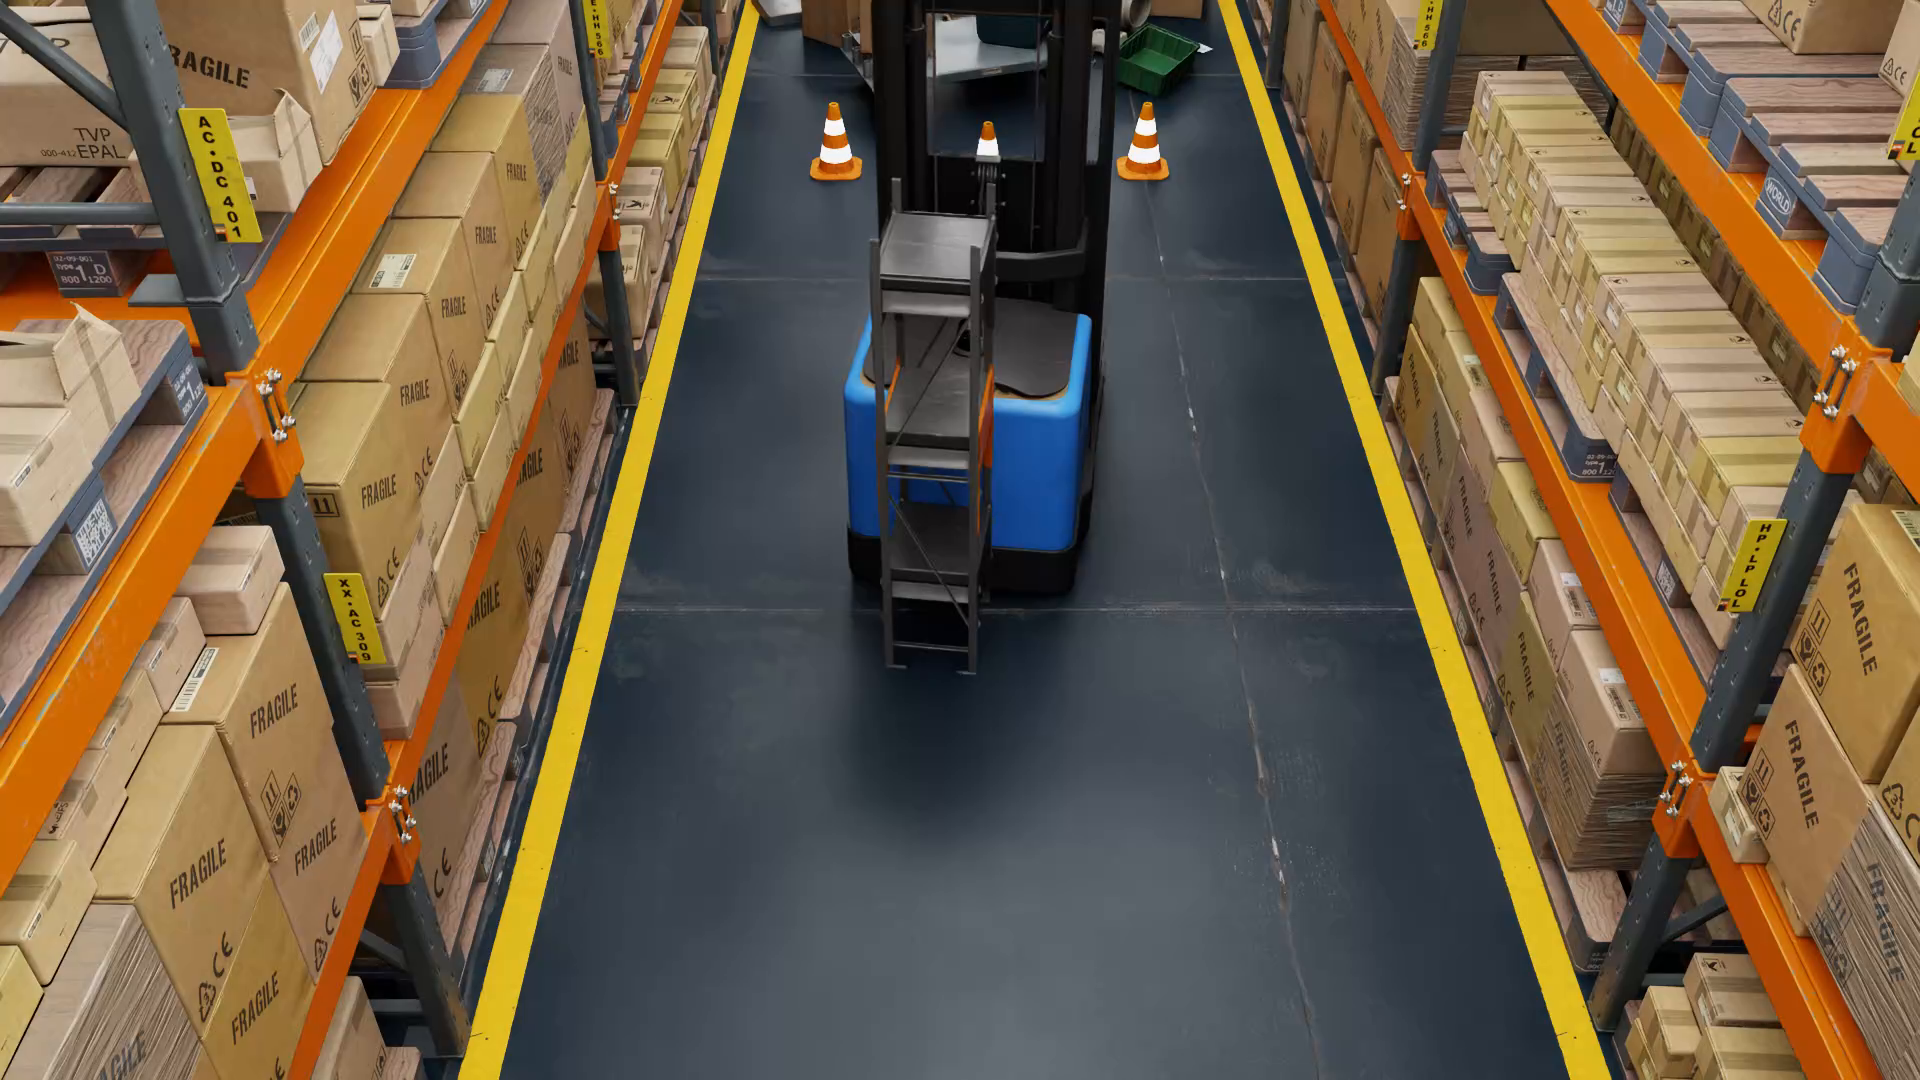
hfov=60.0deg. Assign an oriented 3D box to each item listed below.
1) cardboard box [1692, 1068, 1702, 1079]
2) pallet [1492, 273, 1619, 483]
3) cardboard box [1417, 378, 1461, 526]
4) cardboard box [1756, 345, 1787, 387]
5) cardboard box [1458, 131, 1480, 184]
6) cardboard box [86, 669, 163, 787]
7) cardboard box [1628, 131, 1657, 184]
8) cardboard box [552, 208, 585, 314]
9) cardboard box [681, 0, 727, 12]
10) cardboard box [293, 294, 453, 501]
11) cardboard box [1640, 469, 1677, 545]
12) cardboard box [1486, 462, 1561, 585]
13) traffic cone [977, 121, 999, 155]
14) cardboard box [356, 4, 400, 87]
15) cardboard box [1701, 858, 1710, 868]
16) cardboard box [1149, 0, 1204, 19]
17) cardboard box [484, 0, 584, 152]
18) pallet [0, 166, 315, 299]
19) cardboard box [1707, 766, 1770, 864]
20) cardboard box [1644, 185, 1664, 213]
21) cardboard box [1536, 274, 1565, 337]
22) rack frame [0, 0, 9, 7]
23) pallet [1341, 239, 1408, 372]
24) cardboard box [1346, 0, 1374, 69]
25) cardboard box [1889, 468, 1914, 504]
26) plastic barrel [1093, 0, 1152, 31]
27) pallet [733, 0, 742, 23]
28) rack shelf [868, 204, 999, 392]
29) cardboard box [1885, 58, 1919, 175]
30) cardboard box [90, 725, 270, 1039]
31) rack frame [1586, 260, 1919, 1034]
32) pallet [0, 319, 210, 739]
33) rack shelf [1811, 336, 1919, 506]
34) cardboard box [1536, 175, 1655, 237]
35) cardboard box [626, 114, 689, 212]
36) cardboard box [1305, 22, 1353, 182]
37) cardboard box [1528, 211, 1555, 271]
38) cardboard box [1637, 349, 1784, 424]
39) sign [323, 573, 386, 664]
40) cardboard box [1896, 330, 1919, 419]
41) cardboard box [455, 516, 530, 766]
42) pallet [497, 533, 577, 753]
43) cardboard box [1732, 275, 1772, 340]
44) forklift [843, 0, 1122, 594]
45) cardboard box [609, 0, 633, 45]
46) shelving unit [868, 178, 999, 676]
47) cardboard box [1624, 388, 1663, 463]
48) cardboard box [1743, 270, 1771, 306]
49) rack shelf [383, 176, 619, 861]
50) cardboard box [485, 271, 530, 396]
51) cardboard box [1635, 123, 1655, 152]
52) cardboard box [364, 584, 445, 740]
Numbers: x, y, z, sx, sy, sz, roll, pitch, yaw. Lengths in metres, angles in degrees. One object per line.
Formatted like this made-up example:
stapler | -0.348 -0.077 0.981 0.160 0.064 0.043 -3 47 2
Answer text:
cardboard box | 2.504 1.739 5.132 0.380 0.149 0.250 0 39 0
pallet | 2.773 -0.667 6.582 1.003 0.211 1.213 0 39 0
cardboard box | 2.479 -0.411 7.773 0.500 0.500 0.500 0 39 0
cardboard box | 3.187 -0.607 6.220 0.380 0.149 0.250 -1 39 -1
cardboard box | 2.528 -1.766 7.665 0.380 0.149 0.250 -1 39 -1
cardboard box | -2.015 0.419 3.675 0.380 0.149 0.250 0 39 0
cardboard box | 3.187 -1.686 7.328 0.380 0.149 0.250 1 39 2
cardboard box | -1.944 -1.219 7.238 0.500 0.250 0.500 1 39 1
cardboard box | -1.956 -4.167 12.060 0.500 0.500 0.500 2 39 2
cardboard box | -1.957 -0.434 5.259 0.500 0.500 0.500 0 39 0
cardboard box | 2.536 -0.111 5.600 0.380 0.149 0.250 0 39 0
cardboard box | 2.478 -0.077 6.756 0.500 0.250 0.500 -2 39 -2
traffic cone | 0.177 -2.469 10.707 0.336 0.463 0.334 0 39 0
cardboard box | -1.867 -1.446 4.854 0.380 0.166 0.250 -3 39 -3
cardboard box | 2.998 0.871 6.173 0.500 0.500 0.500 1 39 2
cardboard box | 1.697 -4.477 13.180 0.500 0.500 0.500 6 39 8
cardboard box | -1.958 -2.019 7.237 0.500 0.500 0.500 -1 39 -1
pallet | -2.266 -1.081 4.700 0.805 0.209 1.217 -1 39 -2
cardboard box | 2.407 0.797 4.803 0.380 0.149 0.250 1 39 2
cardboard box | 3.189 -1.421 7.235 0.380 0.149 0.250 1 39 1
cardboard box | 2.532 -0.936 6.630 0.380 0.149 0.250 0 39 1
rack frame | -7.189 -4.408 11.098 1.000 3.000 0.127 0 39 0
pallet | 2.804 -1.385 9.554 1.003 0.211 1.213 0 39 0
cardboard box | 2.461 -2.925 9.167 0.500 0.500 0.500 -1 39 -1
cardboard box | 3.187 -0.197 5.232 0.380 0.149 0.250 1 39 1
plastic barrel | 1.189 -4.184 12.878 0.512 0.421 0.421 28 46 30
pallet | -2.266 -4.511 13.456 1.003 0.211 1.213 0 39 0
rack shelf | -0.095 -0.932 6.382 0.431 0.518 0.480 5 39 6
cardboard box | 2.844 -1.089 4.141 0.700 0.500 0.500 0 39 0
cardboard box | -1.947 0.771 3.755 0.500 0.500 0.500 -1 39 -1
rack frame | 2.734 0.522 4.946 1.000 3.000 0.127 0 39 0
pallet | -2.225 -0.036 3.314 1.003 0.211 1.213 0 39 0
rack shelf | 2.736 0.883 2.672 1.077 0.370 4.000 0 39 0
cardboard box | 2.537 -1.332 6.649 0.380 0.149 0.250 2 39 2
cardboard box | -2.215 -2.340 10.283 0.950 0.372 0.625 1 39 1
cardboard box | 2.813 -2.776 10.524 1.050 0.750 0.750 0 39 0
cardboard box | 2.535 -1.209 6.733 0.380 0.149 0.250 0 39 0
cardboard box | 2.538 -0.521 5.636 0.380 0.149 0.250 0 39 0
sign | -1.661 0.218 4.569 0.100 0.325 0.005 0 39 0
cardboard box | 2.471 -0.301 3.693 0.500 0.250 0.500 2 39 2
cardboard box | -2.305 0.301 6.584 0.875 0.875 0.875 1 39 1
pallet | -2.296 0.429 7.291 1.003 0.211 1.213 0 39 0
cardboard box | 3.190 -0.885 6.328 0.380 0.149 0.250 -1 39 -1
forklift | 0.189 -1.816 7.918 1.130 2.935 3.031 5 39 6
cardboard box | -1.997 -2.839 8.486 0.500 0.500 0.500 2 39 2
shelving unit | -0.095 -0.396 6.811 0.431 2.100 0.503 5 39 6
cardboard box | 2.532 -0.400 5.723 0.380 0.149 0.250 -1 39 -2
cardboard box | 3.187 -1.000 6.234 0.380 0.149 0.250 1 39 1
rack shelf | -2.218 -0.381 6.648 1.077 0.370 4.000 0 39 0
cardboard box | -1.940 -0.781 6.292 0.500 0.250 0.500 -1 39 -1
cardboard box | 3.186 -1.814 7.250 0.380 0.149 0.250 0 39 -1
cardboard box | -1.952 0.372 5.253 0.500 0.250 0.500 -1 39 -1
